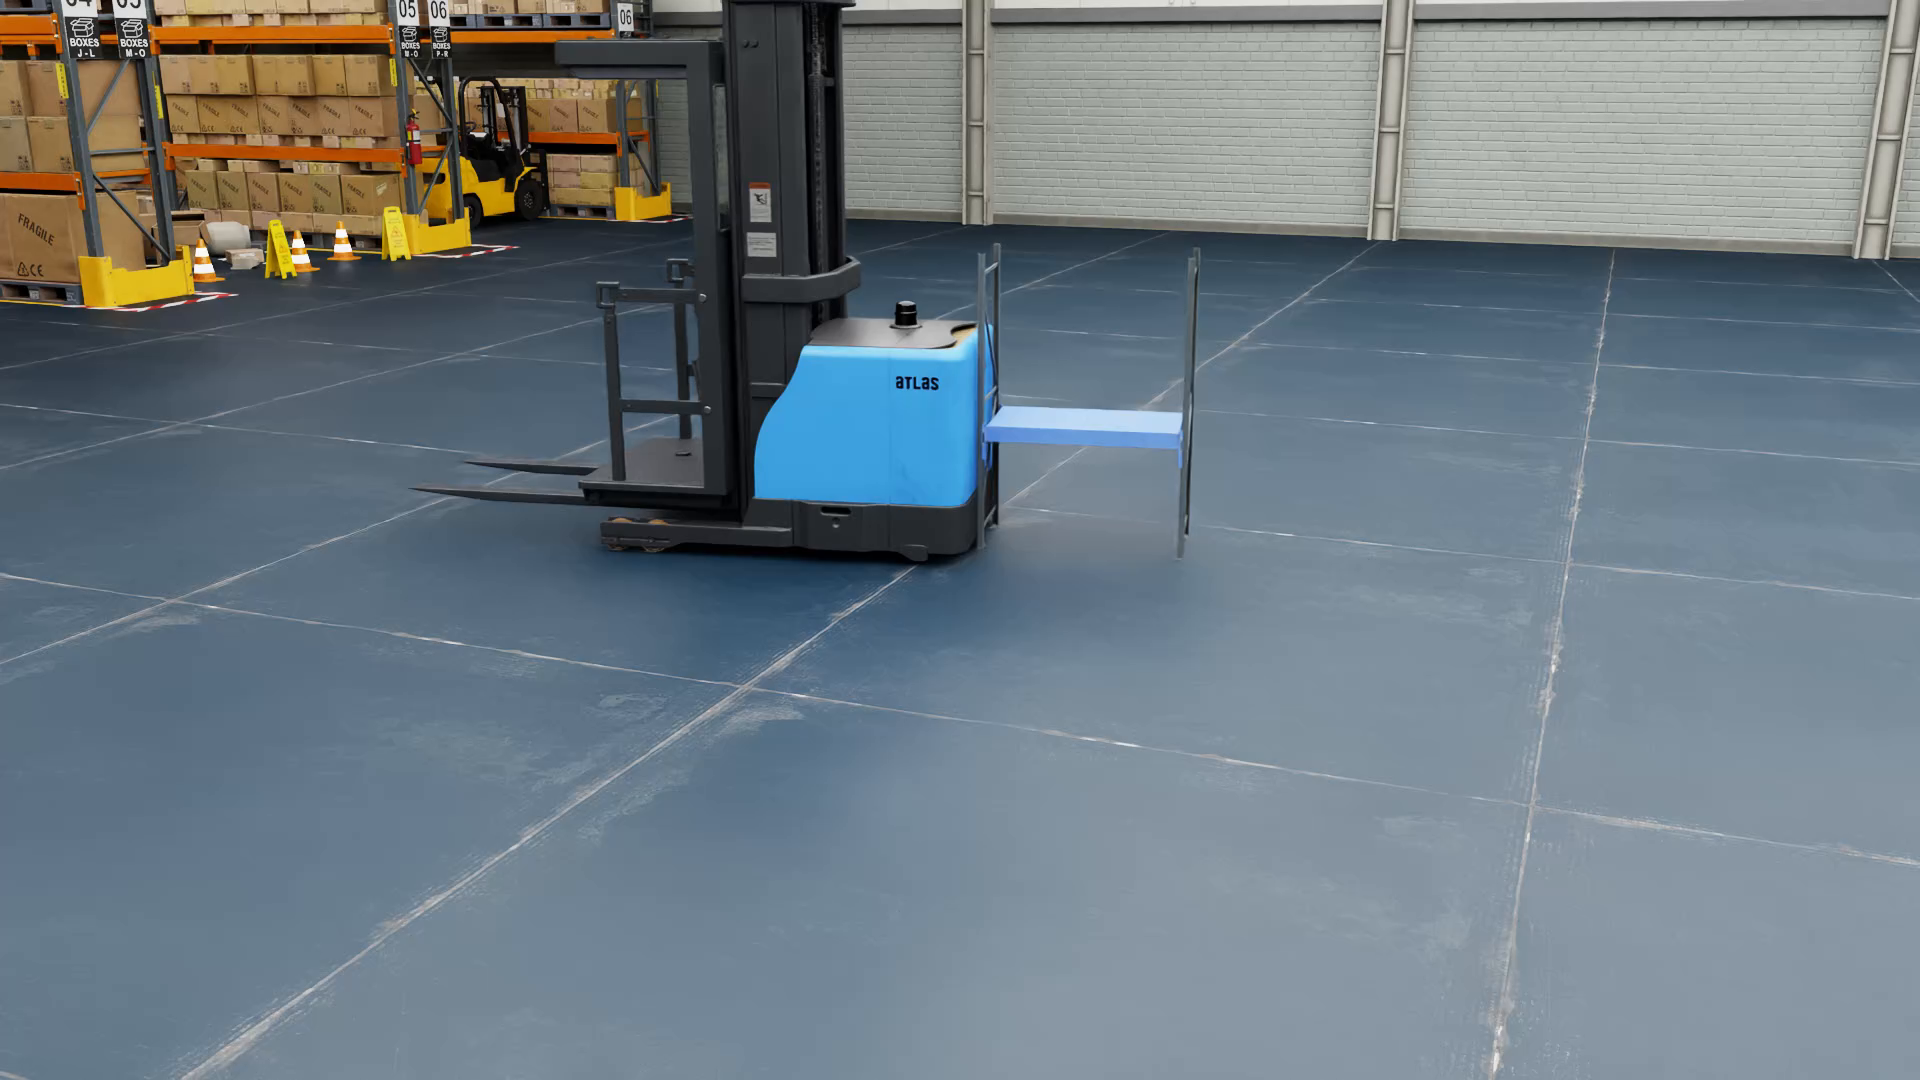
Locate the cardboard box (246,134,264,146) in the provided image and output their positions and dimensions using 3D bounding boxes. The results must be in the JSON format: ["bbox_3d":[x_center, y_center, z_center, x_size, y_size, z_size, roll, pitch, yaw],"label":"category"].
[{"bbox_3d":[-9.170,-5.278,21.923,0.250,0.149,0.380,6,17,21],"label":"cardboard box"}]

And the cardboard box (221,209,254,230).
[{"bbox_3d":[-9.582,-4.346,22.442,0.500,0.250,0.500,7,18,24],"label":"cardboard box"}]

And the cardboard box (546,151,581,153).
[{"bbox_3d":[-6.298,-6.089,26.654,0.500,0.250,0.500,6,17,20],"label":"cardboard box"}]

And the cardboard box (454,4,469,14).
[{"bbox_3d":[-7.693,-8.301,26.025,0.250,0.149,0.380,7,18,22],"label":"cardboard box"}]

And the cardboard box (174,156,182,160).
[{"bbox_3d":[-13.482,-6.700,28.938,0.250,0.149,0.380,6,17,19],"label":"cardboard box"}]

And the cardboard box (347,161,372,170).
[{"bbox_3d":[-9.923,-6.128,27.907,0.625,0.625,0.875,6,17,20],"label":"cardboard box"}]

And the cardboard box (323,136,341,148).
[{"bbox_3d":[-7.995,-5.147,21.474,0.250,0.149,0.380,7,17,22],"label":"cardboard box"}]

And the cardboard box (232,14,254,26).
[{"bbox_3d":[-9.165,-6.717,21.500,0.250,0.149,0.380,6,17,20],"label":"cardboard box"}]

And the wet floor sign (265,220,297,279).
[{"bbox_3d":[-7.780,-3.324,18.964,0.232,0.644,0.267,3,17,11],"label":"wet floor sign"}]

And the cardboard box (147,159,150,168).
[{"bbox_3d":[-13.857,-6.439,29.205,0.500,0.500,0.500,7,18,23],"label":"cardboard box"}]

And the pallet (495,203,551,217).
[{"bbox_3d":[-6.851,-5.379,26.823,1.213,0.211,1.003,6,17,21],"label":"pallet"}]

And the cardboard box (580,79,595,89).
[{"bbox_3d":[-5.645,-7.027,25.622,0.250,0.149,0.380,6,17,21],"label":"cardboard box"}]

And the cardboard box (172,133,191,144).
[{"bbox_3d":[-10.357,-5.411,22.382,0.250,0.149,0.380,6,17,20],"label":"cardboard box"}]

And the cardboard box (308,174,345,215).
[{"bbox_3d":[-8.139,-4.546,21.786,0.500,0.500,0.500,7,18,23],"label":"cardboard box"}]

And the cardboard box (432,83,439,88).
[{"bbox_3d":[-8.244,-7.329,26.662,0.250,0.149,0.380,7,17,21],"label":"cardboard box"}]

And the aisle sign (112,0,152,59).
[{"bbox_3d":[-8.357,-5.263,16.758,0.004,0.787,0.394,6,17,21],"label":"aisle sign"}]

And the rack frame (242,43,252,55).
[{"bbox_3d":[-12.435,-7.344,28.590,0.127,3.000,1.000,6,17,21],"label":"rack frame"}]

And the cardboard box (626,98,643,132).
[{"bbox_3d":[-5.352,-6.696,26.180,0.500,0.500,0.500,7,18,22],"label":"cardboard box"}]

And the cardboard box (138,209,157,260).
[{"bbox_3d":[-10.247,-3.721,20.344,0.503,0.637,0.797,6,17,21],"label":"cardboard box"}]

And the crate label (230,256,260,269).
[{"bbox_3d":[-8.529,-3.314,19.844,0.298,0.136,0.250,-2,16,-8],"label":"crate label"}]

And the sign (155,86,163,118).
[{"bbox_3d":[-8.324,-4.541,17.239,0.005,0.325,0.100,6,17,21],"label":"sign"}]

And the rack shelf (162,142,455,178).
[{"bbox_3d":[-8.672,-5.097,22.140,4.000,0.370,1.077,6,17,21],"label":"rack shelf"}]

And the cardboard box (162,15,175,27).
[{"bbox_3d":[-10.330,-6.870,22.029,0.250,0.149,0.380,6,17,20],"label":"cardboard box"}]

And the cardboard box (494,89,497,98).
[{"bbox_3d":[-7.334,-7.055,26.252,0.250,0.149,0.380,6,17,19],"label":"cardboard box"}]

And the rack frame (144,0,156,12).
[{"bbox_3d":[-10.532,-8.528,21.908,0.127,3.000,1.000,6,17,21],"label":"rack frame"}]

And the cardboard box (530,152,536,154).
[{"bbox_3d":[-6.955,-6.007,26.369,0.500,0.250,0.500,6,17,20],"label":"cardboard box"}]

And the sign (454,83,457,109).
[{"bbox_3d":[-6.612,-5.794,21.699,0.005,0.325,0.100,6,17,21],"label":"sign"}]

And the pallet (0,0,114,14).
[{"bbox_3d":[-9.227,-5.415,16.724,1.213,0.211,1.003,6,17,21],"label":"pallet"}]

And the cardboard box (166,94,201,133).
[{"bbox_3d":[-10.225,-5.720,22.285,0.500,0.500,0.500,6,17,20],"label":"cardboard box"}]

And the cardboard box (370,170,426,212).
[{"bbox_3d":[-7.482,-4.636,22.095,0.500,0.500,0.500,6,17,19],"label":"cardboard box"}]

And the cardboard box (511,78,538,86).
[{"bbox_3d":[-6.833,-7.165,26.098,0.250,0.149,0.380,7,17,21],"label":"cardboard box"}]

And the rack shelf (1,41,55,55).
[{"bbox_3d":[-18.017,-9.053,30.386,4.000,0.370,1.077,6,17,21],"label":"rack shelf"}]

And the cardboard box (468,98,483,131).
[{"bbox_3d":[-7.435,-6.769,26.431,0.500,0.500,0.500,6,17,20],"label":"cardboard box"}]

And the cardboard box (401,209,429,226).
[{"bbox_3d":[-7.460,-4.273,22.191,0.500,0.250,0.500,6,17,20],"label":"cardboard box"}]

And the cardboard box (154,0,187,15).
[{"bbox_3d":[-10.223,-7.042,21.906,0.500,0.250,0.500,6,17,19],"label":"cardboard box"}]

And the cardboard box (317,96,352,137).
[{"bbox_3d":[-7.881,-5.465,21.406,0.500,0.500,0.500,6,17,21],"label":"cardboard box"}]

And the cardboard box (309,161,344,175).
[{"bbox_3d":[-8.251,-4.852,21.675,0.250,0.149,0.380,7,17,22],"label":"cardboard box"}]

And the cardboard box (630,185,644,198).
[{"bbox_3d":[-5.378,-5.508,26.444,0.500,0.250,0.500,6,17,21],"label":"cardboard box"}]

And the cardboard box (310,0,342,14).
[{"bbox_3d":[-7.849,-6.787,21.027,0.500,0.250,0.500,6,17,20],"label":"cardboard box"}]

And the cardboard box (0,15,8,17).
[{"bbox_3d":[-13.375,-7.445,23.379,0.500,0.500,0.700,6,17,21],"label":"cardboard box"}]

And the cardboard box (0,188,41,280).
[{"bbox_3d":[-10.008,-3.267,17.603,0.875,0.875,0.875,6,17,20],"label":"cardboard box"}]

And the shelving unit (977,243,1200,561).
[{"bbox_3d":[0.647,-0.710,8.429,1.048,1.500,0.538,3,16,10],"label":"shelving unit"}]

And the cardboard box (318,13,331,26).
[{"bbox_3d":[-7.935,-6.618,21.159,0.250,0.149,0.380,6,17,21],"label":"cardboard box"}]

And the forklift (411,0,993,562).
[{"bbox_3d":[-1.371,-1.483,8.525,3.031,2.935,1.130,3,16,10],"label":"forklift"}]

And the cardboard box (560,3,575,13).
[{"bbox_3d":[-5.875,-8.101,25.336,0.250,0.149,0.380,6,17,19],"label":"cardboard box"}]

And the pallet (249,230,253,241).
[{"bbox_3d":[-9.894,-4.248,22.928,1.213,0.211,1.003,6,17,21],"label":"pallet"}]

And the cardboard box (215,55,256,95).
[{"bbox_3d":[-9.278,-6.100,21.801,0.500,0.500,0.700,6,17,19],"label":"cardboard box"}]

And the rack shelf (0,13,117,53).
[{"bbox_3d":[-10.394,-5.243,17.264,4.000,0.370,1.077,6,17,21],"label":"rack shelf"}]

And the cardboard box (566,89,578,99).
[{"bbox_3d":[-5.886,-6.909,25.748,0.250,0.149,0.380,7,17,22],"label":"cardboard box"}]

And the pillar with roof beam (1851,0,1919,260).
[{"bbox_3d":[9.855,-6.754,15.797,0.400,9.000,9.100,6,17,21],"label":"pillar with roof beam"}]

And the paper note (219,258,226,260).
[{"bbox_3d":[-9.156,-3.513,20.739,0.142,0.019,0.148,14,21,40],"label":"paper note"}]
